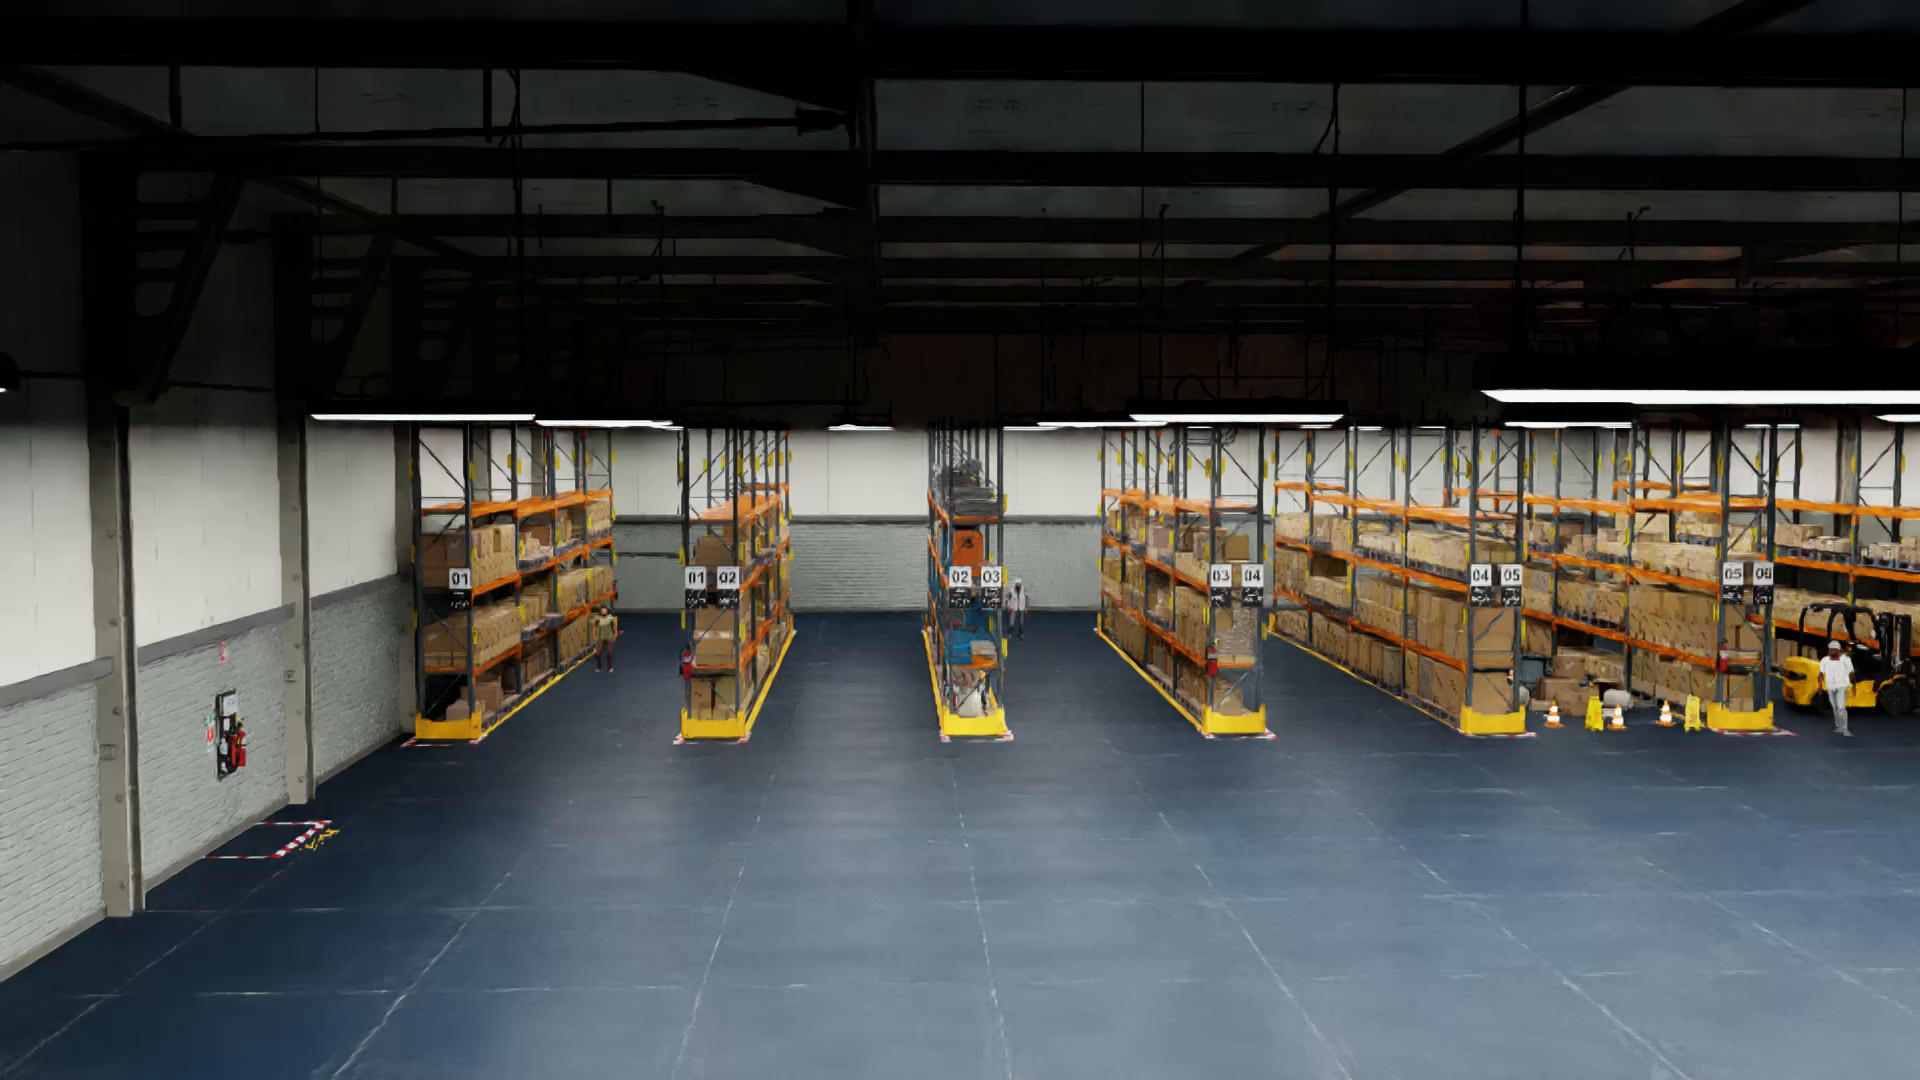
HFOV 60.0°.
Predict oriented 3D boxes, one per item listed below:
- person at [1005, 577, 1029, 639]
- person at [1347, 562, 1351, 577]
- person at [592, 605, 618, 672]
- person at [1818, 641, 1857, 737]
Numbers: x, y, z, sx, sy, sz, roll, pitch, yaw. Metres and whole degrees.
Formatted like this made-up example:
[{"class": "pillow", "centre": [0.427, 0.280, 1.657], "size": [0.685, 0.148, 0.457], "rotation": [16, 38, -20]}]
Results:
[{"class": "person", "centre": [1.576, 1.881, 45.800], "size": [0.677, 1.726, 0.574], "rotation": [0, 4, -5]}, {"class": "person", "centre": [12.180, 1.497, 52.105], "size": [0.531, 1.667, 0.532], "rotation": [3, 5, 34]}, {"class": "person", "centre": [-8.448, 2.339, 39.585], "size": [0.598, 1.619, 0.507], "rotation": [0, 4, -4]}, {"class": "person", "centre": [16.638, 2.784, 31.506], "size": [0.498, 1.767, 0.658], "rotation": [-3, 5, -40]}]
